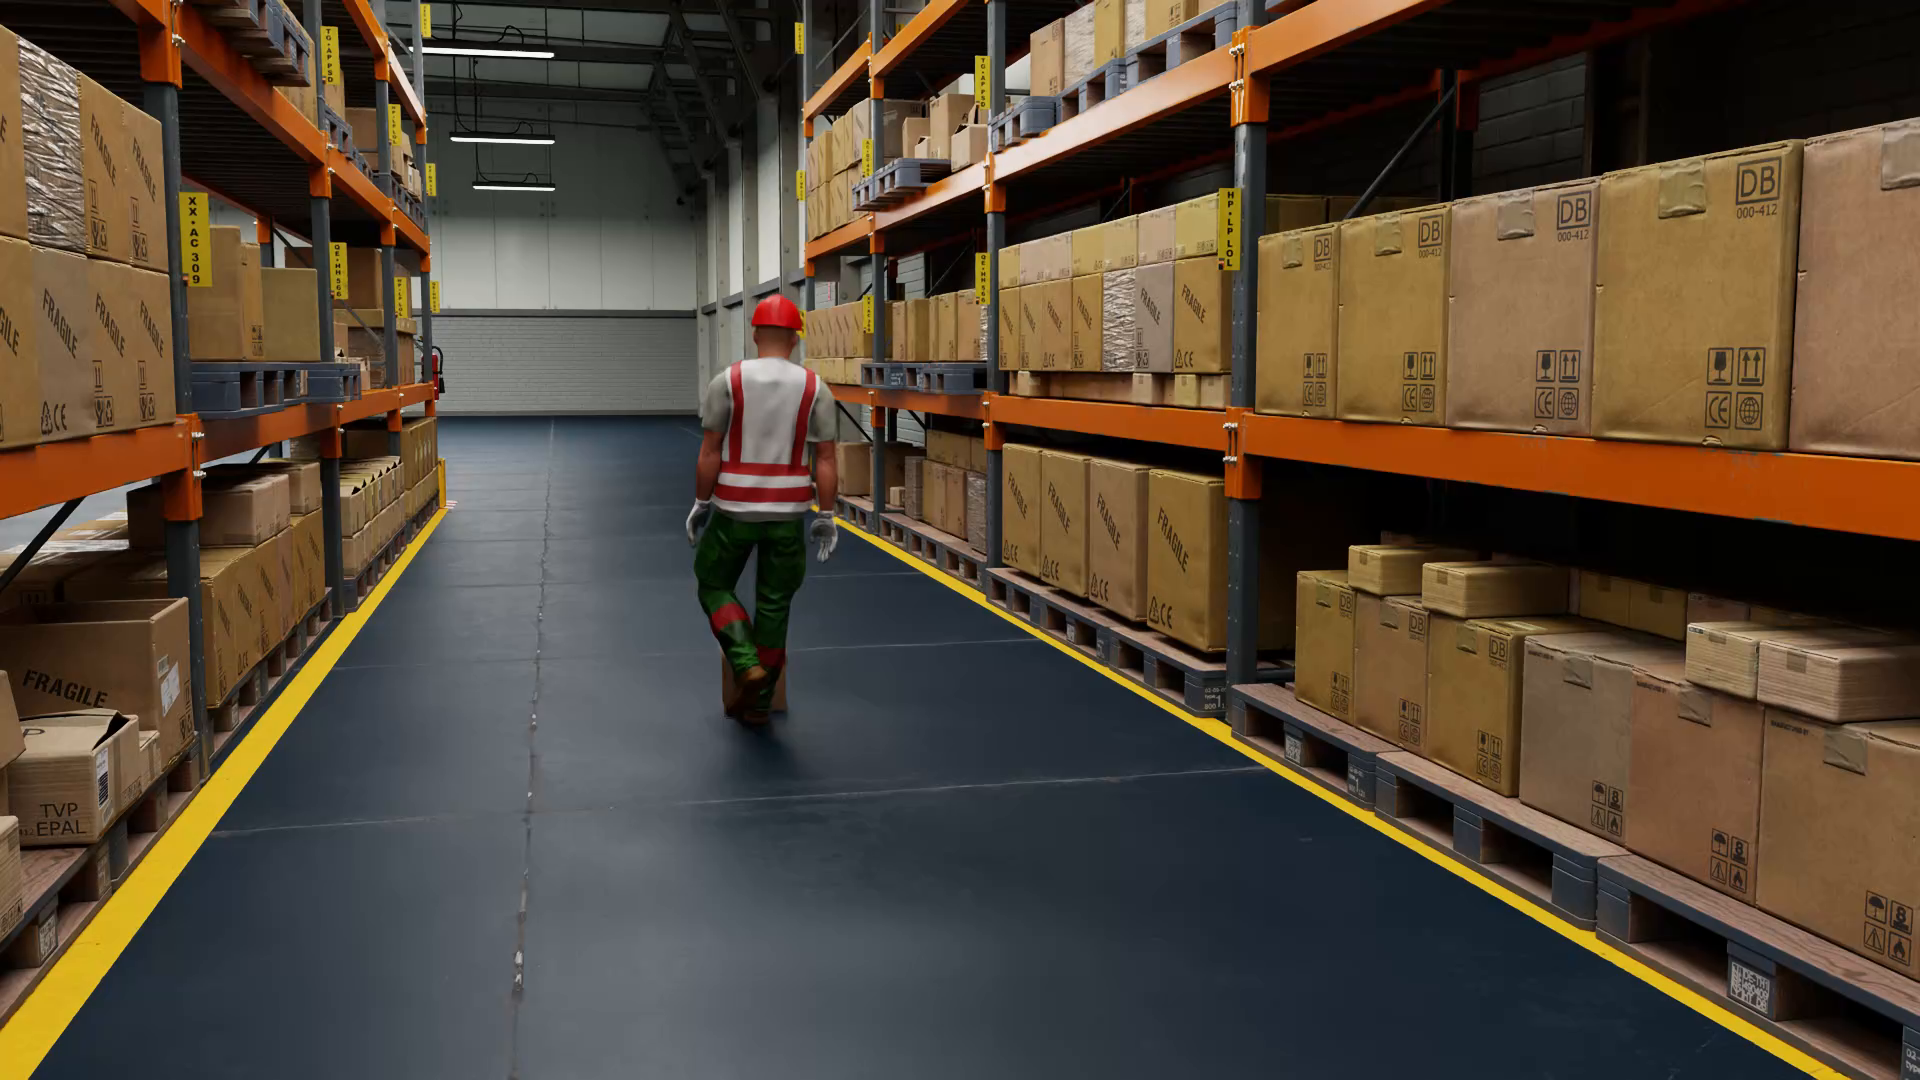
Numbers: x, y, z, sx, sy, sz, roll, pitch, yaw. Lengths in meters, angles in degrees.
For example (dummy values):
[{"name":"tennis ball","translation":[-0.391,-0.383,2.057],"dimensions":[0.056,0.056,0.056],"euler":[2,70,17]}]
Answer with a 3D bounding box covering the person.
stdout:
[{"name":"person","translation":[-0.822,-0.108,6.839],"dimensions":[0.607,1.777,0.601],"euler":[-1,6,-13]}]
